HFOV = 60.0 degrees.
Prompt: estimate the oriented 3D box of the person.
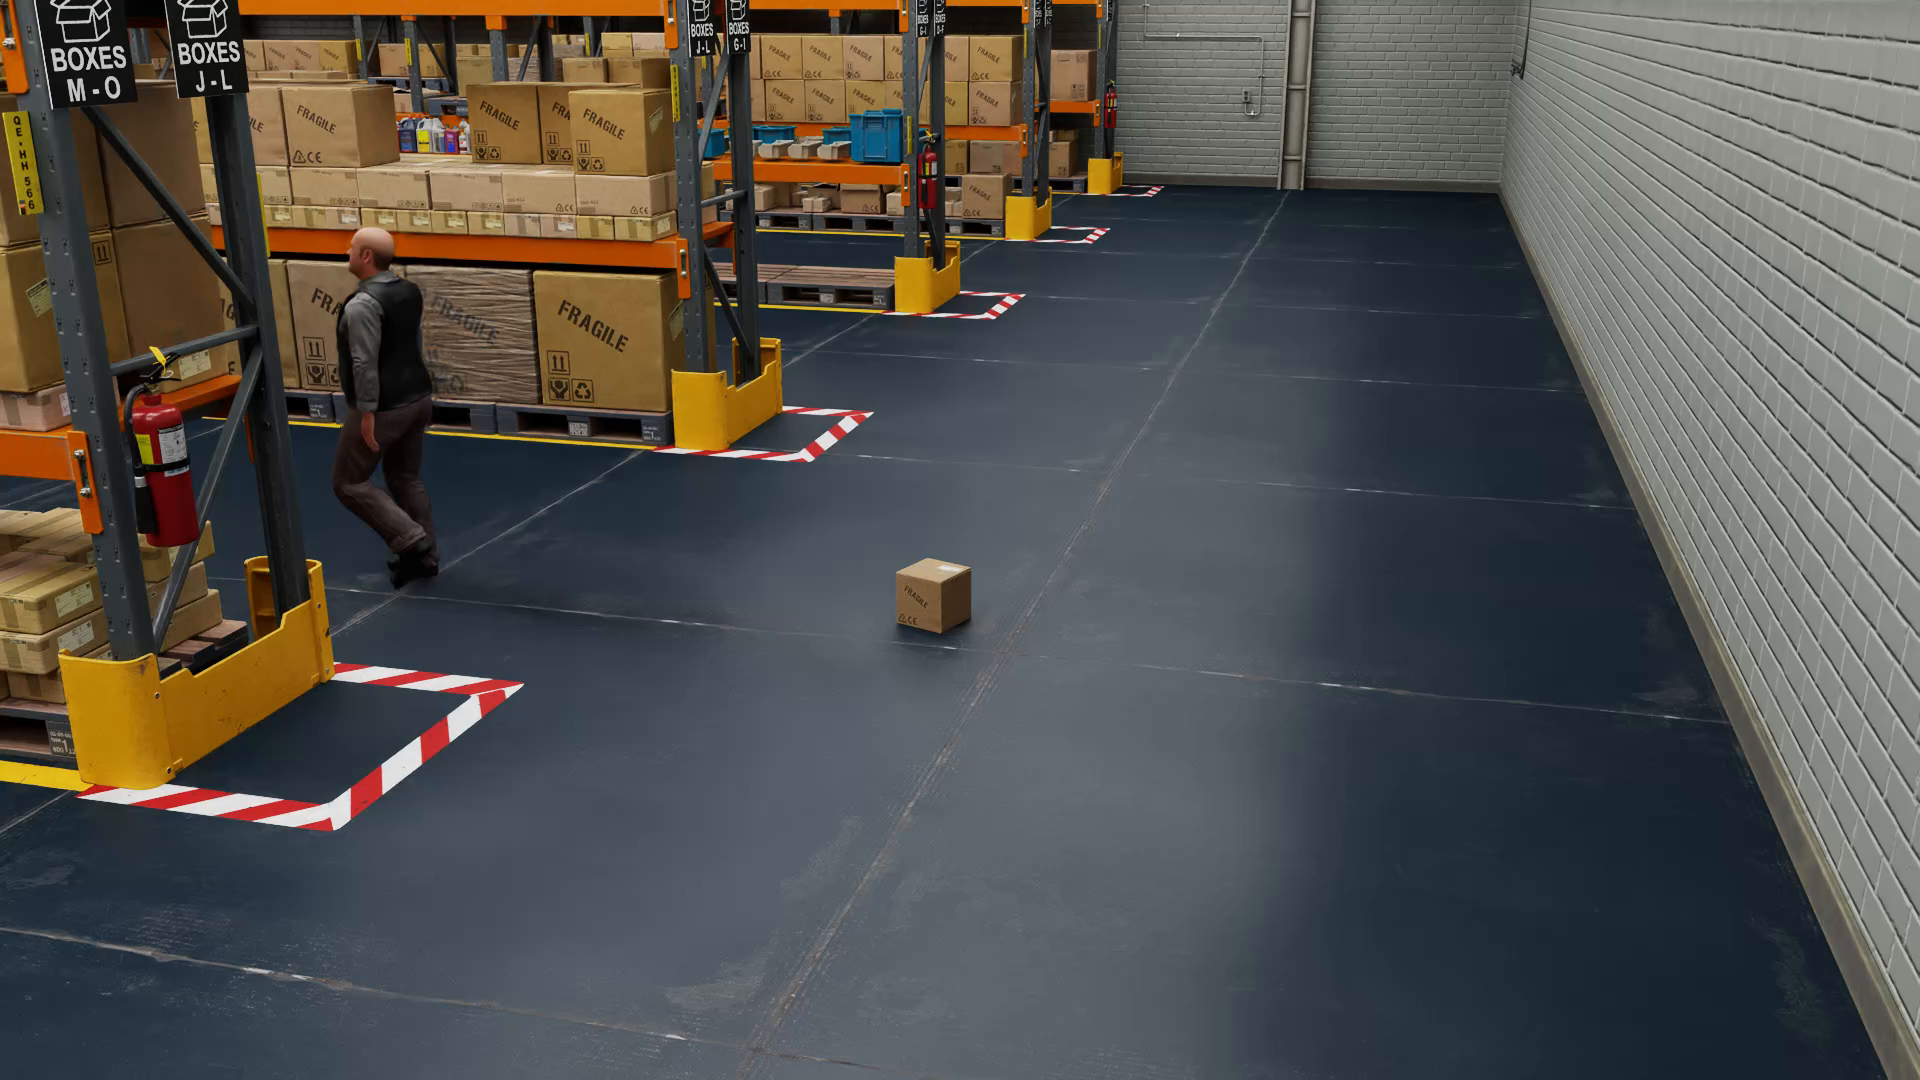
[{"bbox_3d":[-2.734,-0.624,7.938,0.469,1.720,0.576,5,19,14],"label":"person"}]
